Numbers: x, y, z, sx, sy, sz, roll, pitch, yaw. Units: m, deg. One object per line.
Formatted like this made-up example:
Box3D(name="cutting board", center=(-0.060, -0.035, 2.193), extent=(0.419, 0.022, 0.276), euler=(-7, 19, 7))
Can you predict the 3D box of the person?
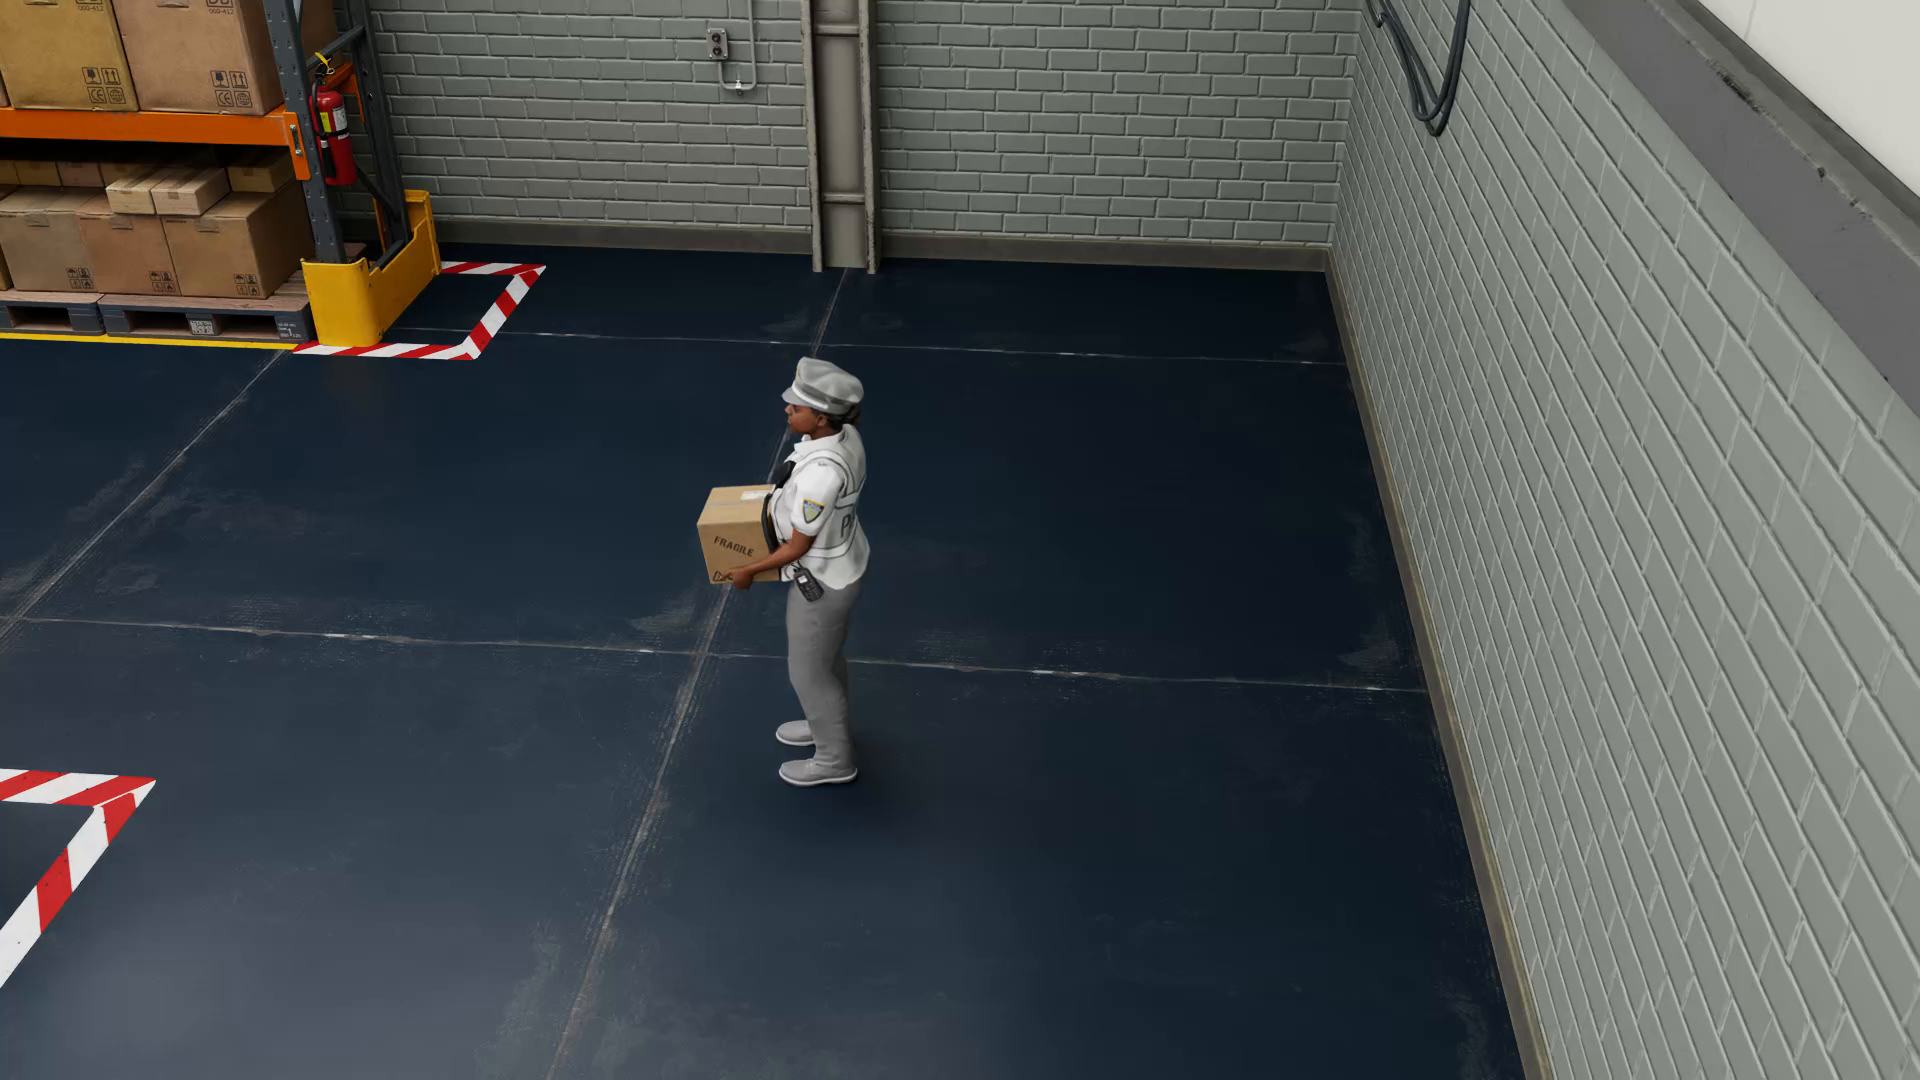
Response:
Box3D(name="person", center=(-0.573, 0.116, 5.931), extent=(0.514, 1.690, 0.450), euler=(3, 32, 5))
